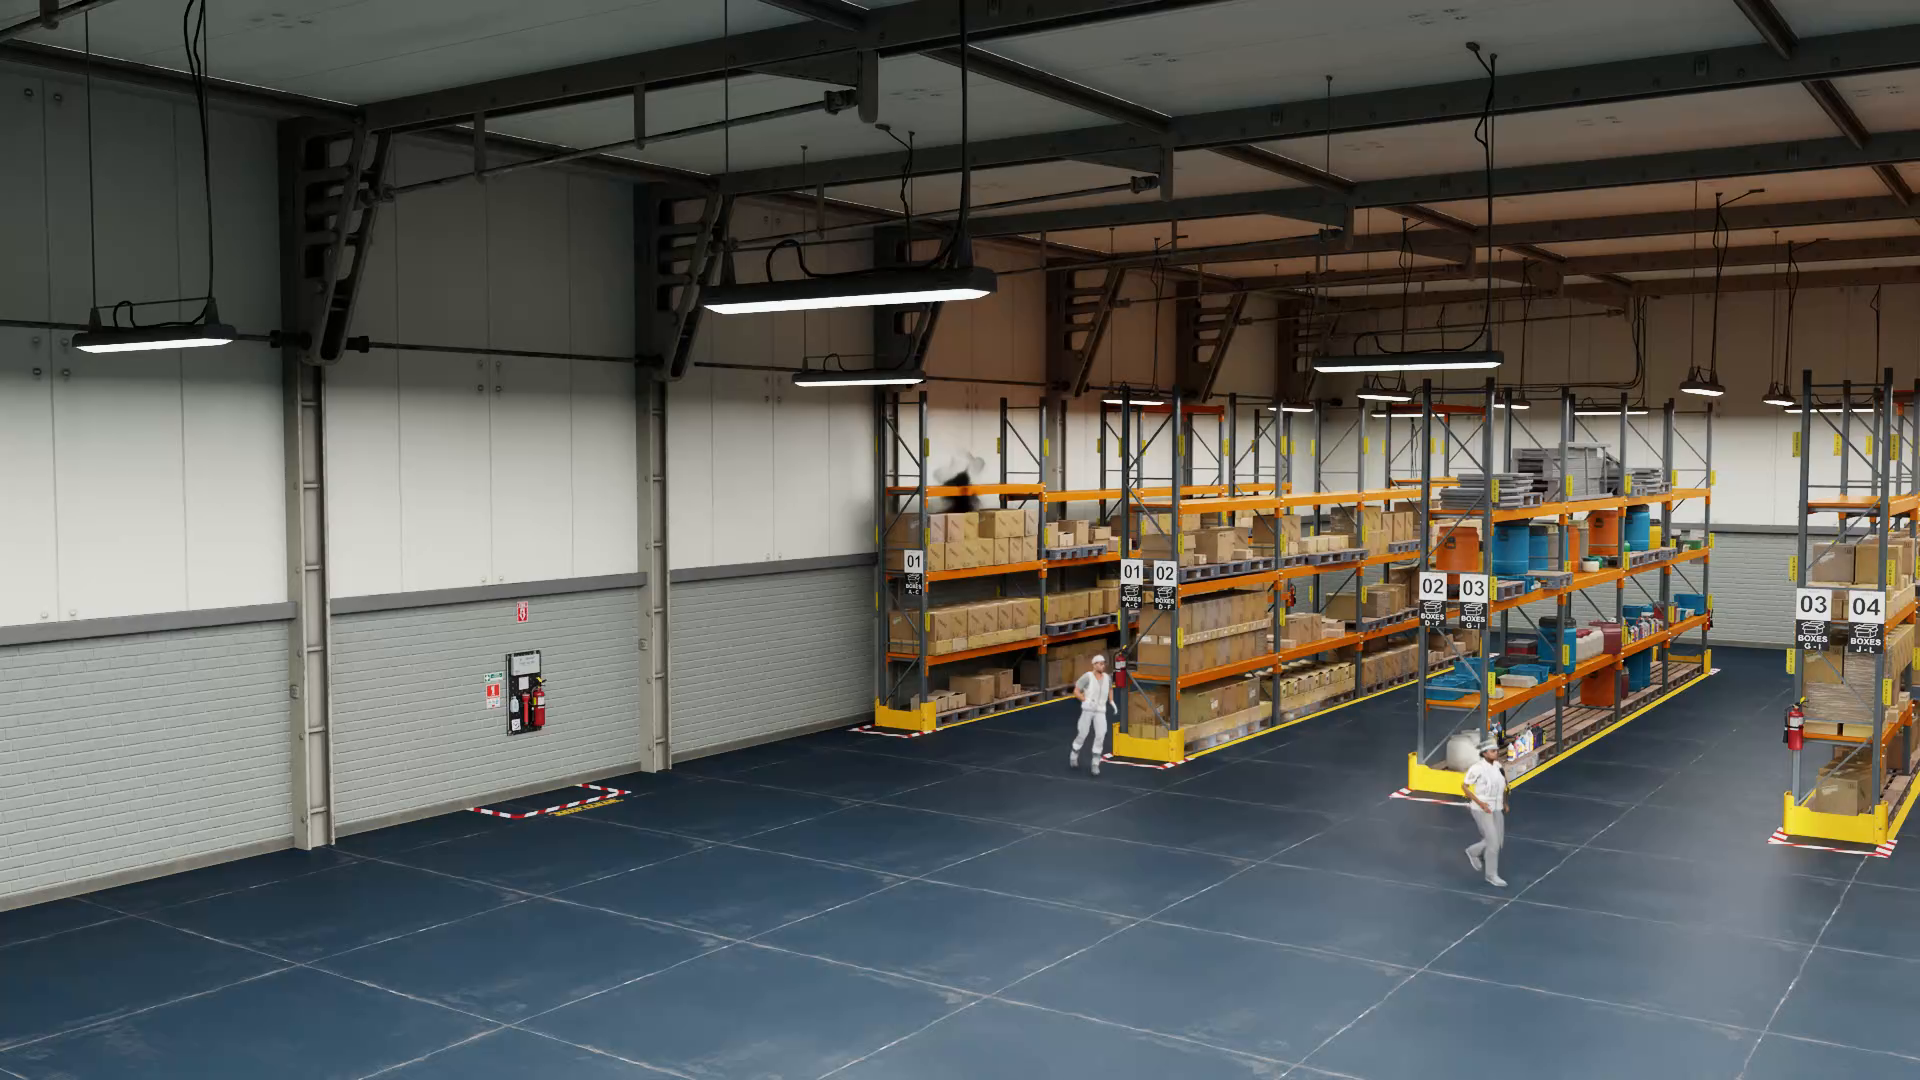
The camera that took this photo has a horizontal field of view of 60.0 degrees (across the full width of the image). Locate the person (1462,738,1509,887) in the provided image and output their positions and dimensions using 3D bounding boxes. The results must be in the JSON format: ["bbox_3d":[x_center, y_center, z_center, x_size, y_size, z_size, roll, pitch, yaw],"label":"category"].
[{"bbox_3d":[6.052,3.108,19.187,0.587,1.684,0.640,-2,4,-30],"label":"person"}]

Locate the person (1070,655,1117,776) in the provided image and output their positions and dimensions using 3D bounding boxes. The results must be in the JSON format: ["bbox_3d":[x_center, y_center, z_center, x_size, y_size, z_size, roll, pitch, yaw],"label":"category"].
[{"bbox_3d":[2.113,2.668,25.671,0.731,1.785,0.853,-1,3,-16],"label":"person"}]
